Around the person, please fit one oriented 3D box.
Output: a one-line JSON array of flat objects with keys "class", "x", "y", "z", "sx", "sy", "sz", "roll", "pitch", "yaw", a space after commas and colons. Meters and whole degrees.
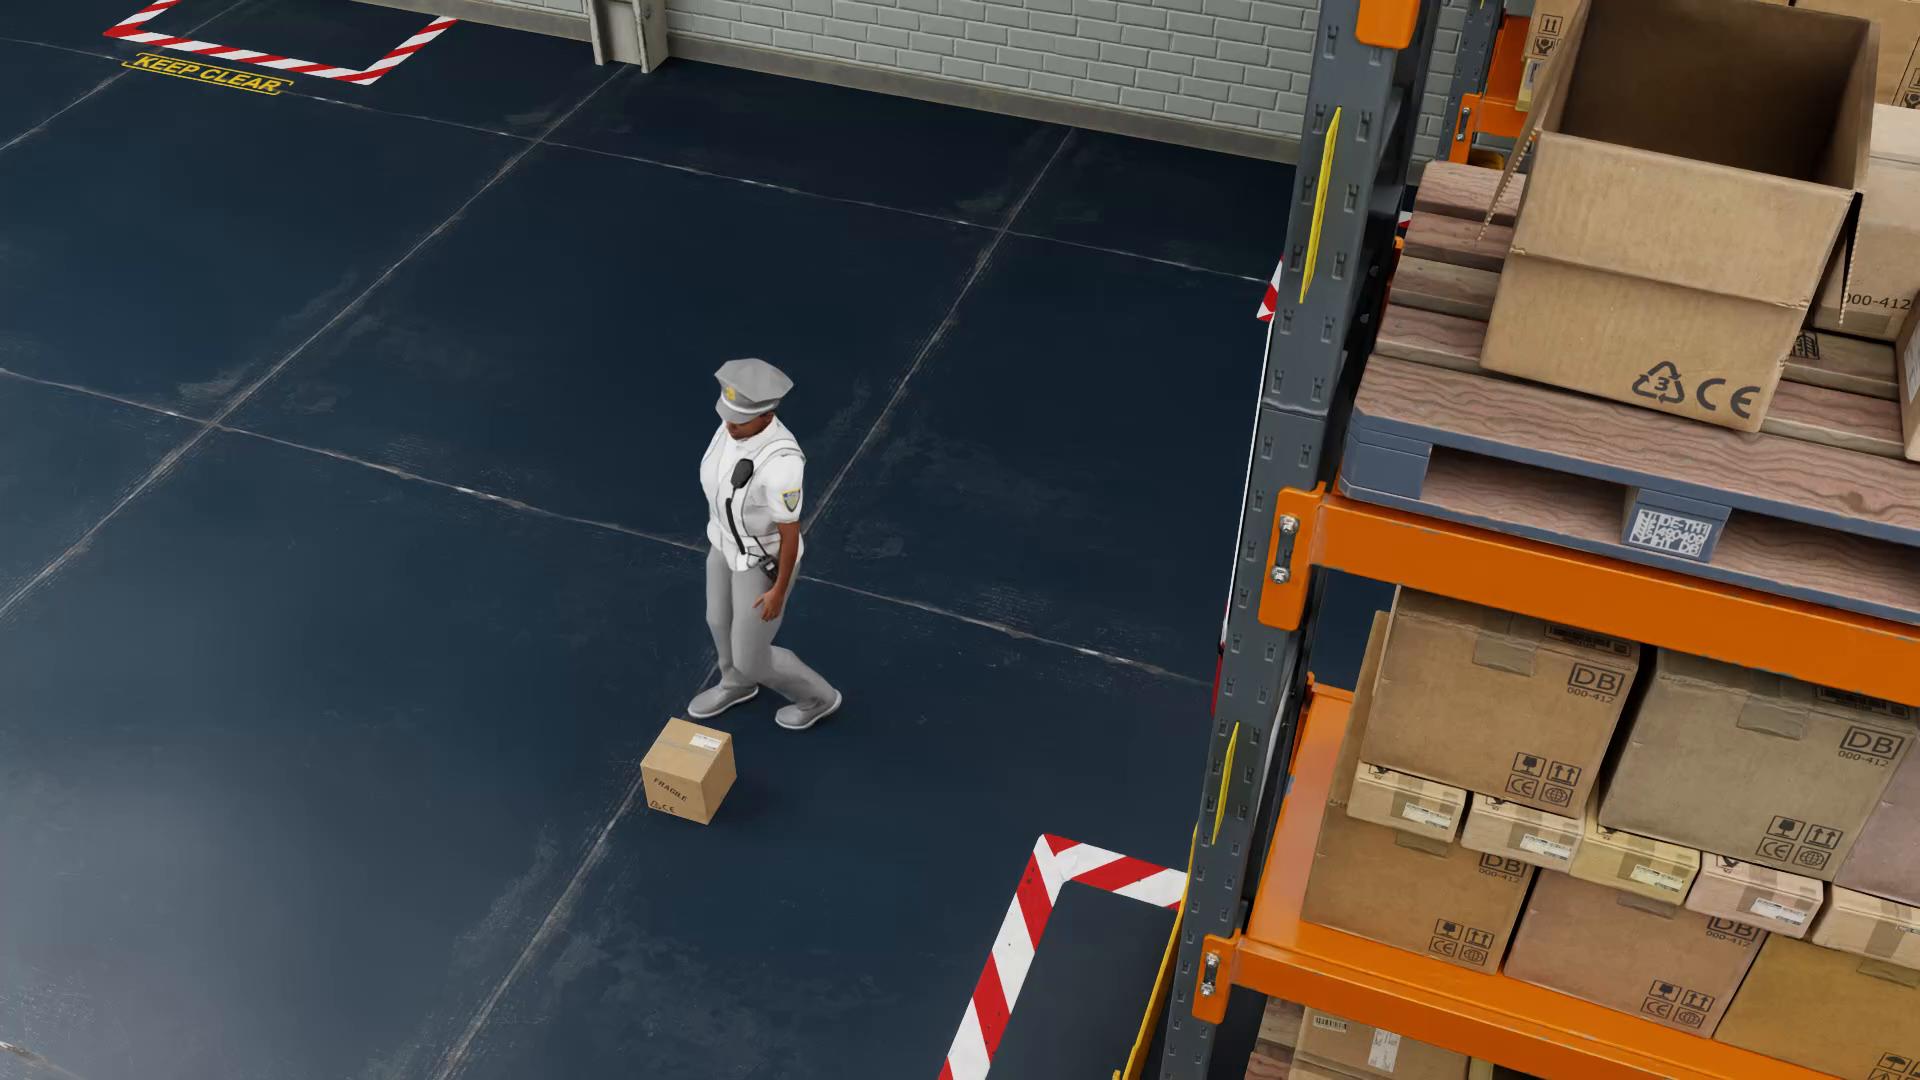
[{"class": "person", "x": -0.799, "y": 0.071, "z": 6.079, "sx": 0.489, "sy": 1.660, "sz": 0.473, "roll": -23, "pitch": 47, "yaw": -23}]
